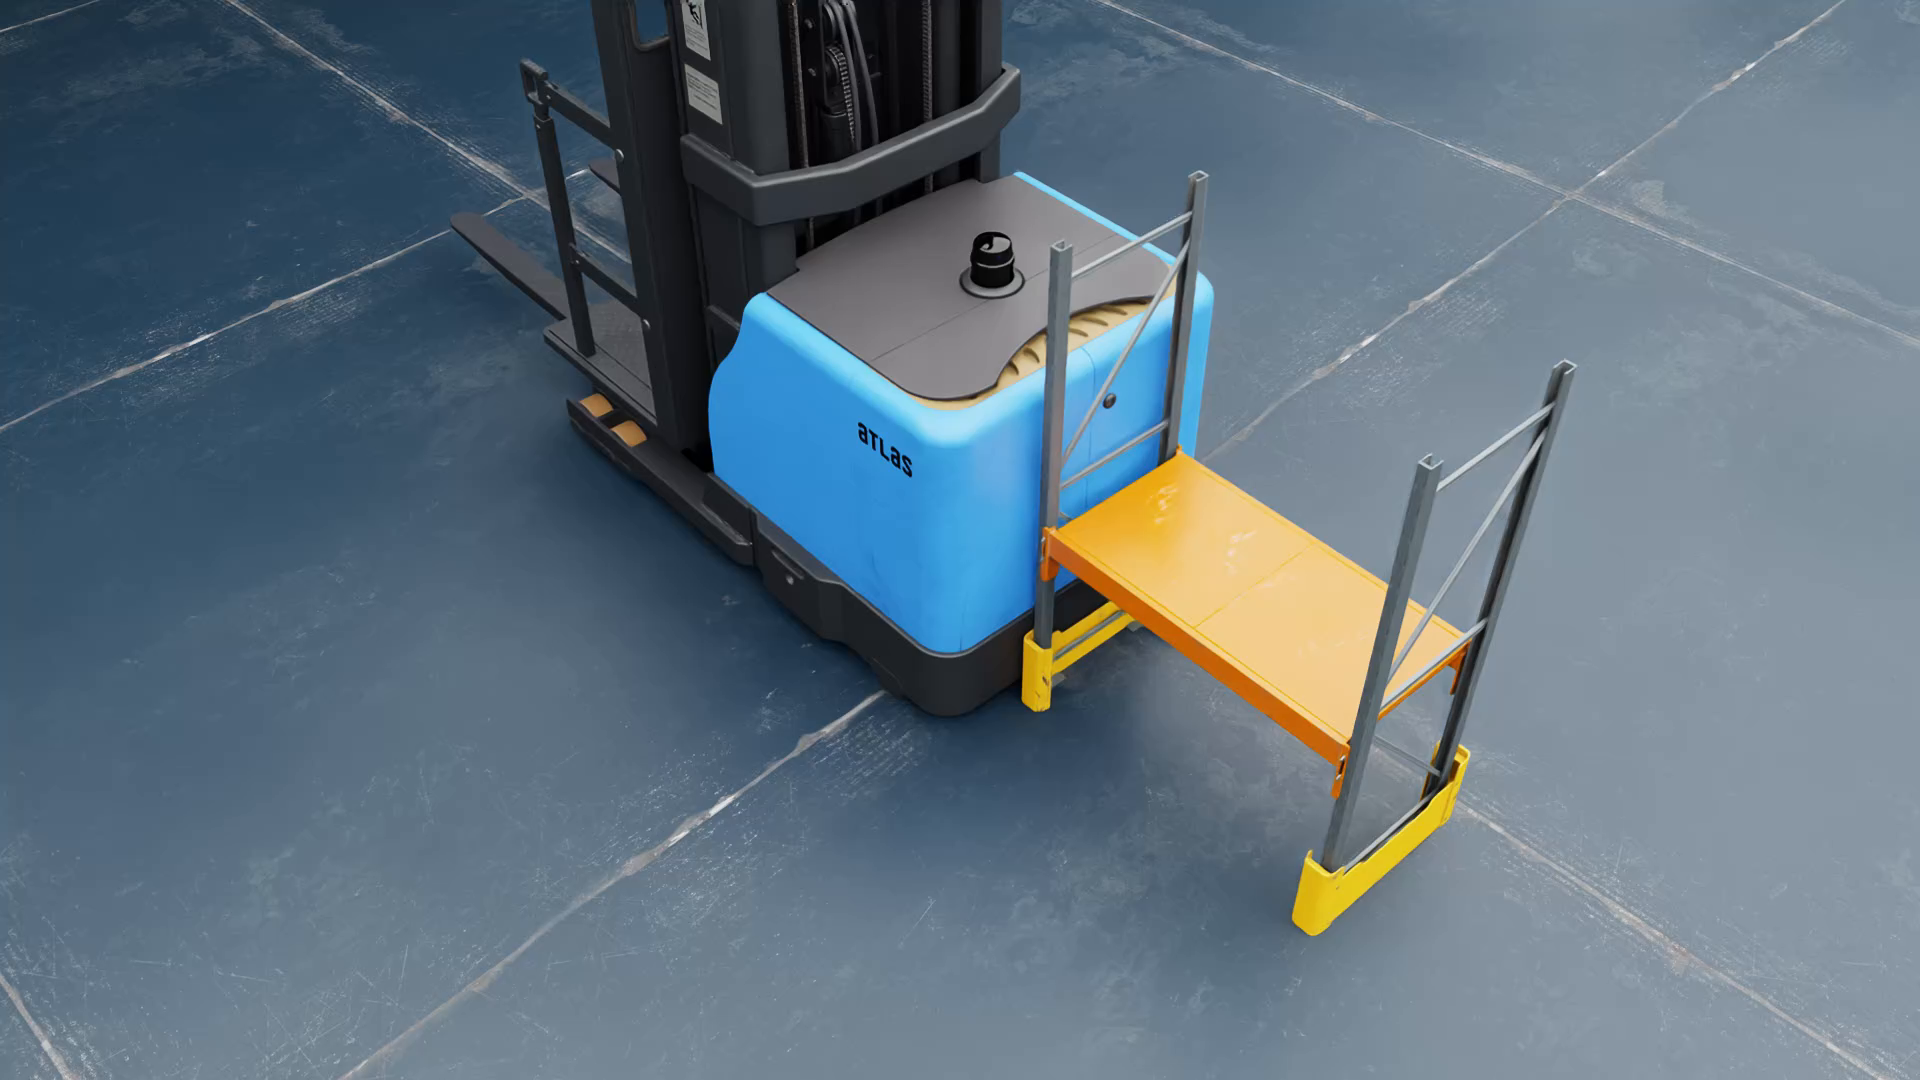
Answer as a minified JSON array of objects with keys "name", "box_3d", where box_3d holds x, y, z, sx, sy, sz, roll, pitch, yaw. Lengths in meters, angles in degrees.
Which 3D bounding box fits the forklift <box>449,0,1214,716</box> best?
[{"name":"forklift","box_3d":[-0.660,-1.508,4.722,1.130,2.935,3.031,-31,51,-29]}]

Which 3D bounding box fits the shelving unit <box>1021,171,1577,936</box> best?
[{"name":"shelving unit","box_3d":[0.745,0.043,4.098,0.587,1.500,1.083,-31,51,-29]}]

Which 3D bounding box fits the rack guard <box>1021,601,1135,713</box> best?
[{"name":"rack guard","box_3d":[0.414,0.250,4.795,0.587,0.250,0.087,-31,51,-29]}]

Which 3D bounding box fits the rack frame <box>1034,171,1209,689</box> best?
[{"name":"rack frame","box_3d":[0.401,-0.219,4.381,0.500,1.500,0.032,-31,51,-29]}]

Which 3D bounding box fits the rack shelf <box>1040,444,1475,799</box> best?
[{"name":"rack shelf","box_3d":[0.739,0.171,4.225,0.538,0.185,1.000,-31,51,-29]}]

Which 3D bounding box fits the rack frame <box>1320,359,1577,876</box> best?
[{"name":"rack frame","box_3d":[1.078,0.296,3.824,0.500,1.500,0.032,-31,51,-29]}]

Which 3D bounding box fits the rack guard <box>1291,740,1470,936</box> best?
[{"name":"rack guard","box_3d":[1.077,0.754,4.249,0.587,0.250,0.087,-31,51,-29]}]
